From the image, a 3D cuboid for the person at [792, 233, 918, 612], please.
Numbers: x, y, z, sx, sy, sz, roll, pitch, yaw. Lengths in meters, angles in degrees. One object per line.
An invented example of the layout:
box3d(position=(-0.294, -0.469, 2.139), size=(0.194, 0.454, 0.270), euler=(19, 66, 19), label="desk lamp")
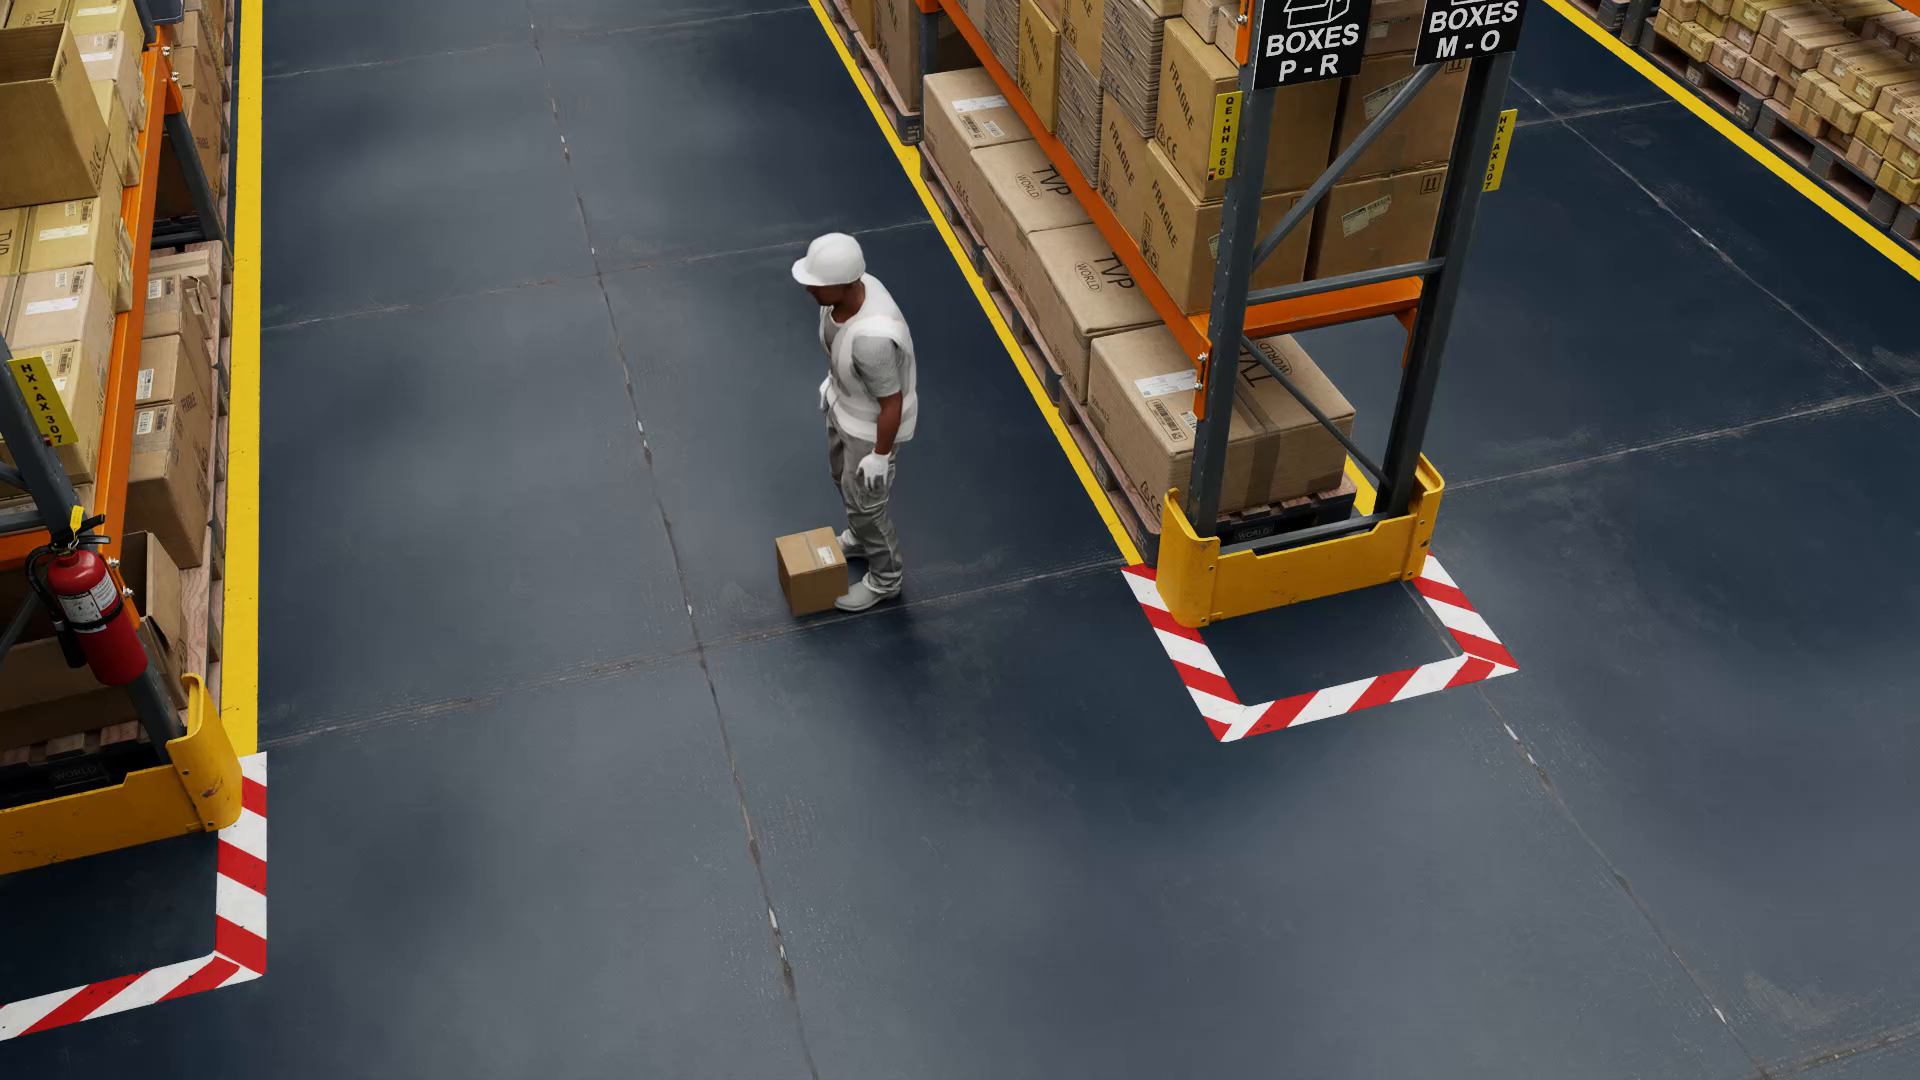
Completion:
box3d(position=(-0.413, -0.481, 6.690), size=(0.450, 1.772, 0.619), euler=(-14, 44, -15), label="person")
